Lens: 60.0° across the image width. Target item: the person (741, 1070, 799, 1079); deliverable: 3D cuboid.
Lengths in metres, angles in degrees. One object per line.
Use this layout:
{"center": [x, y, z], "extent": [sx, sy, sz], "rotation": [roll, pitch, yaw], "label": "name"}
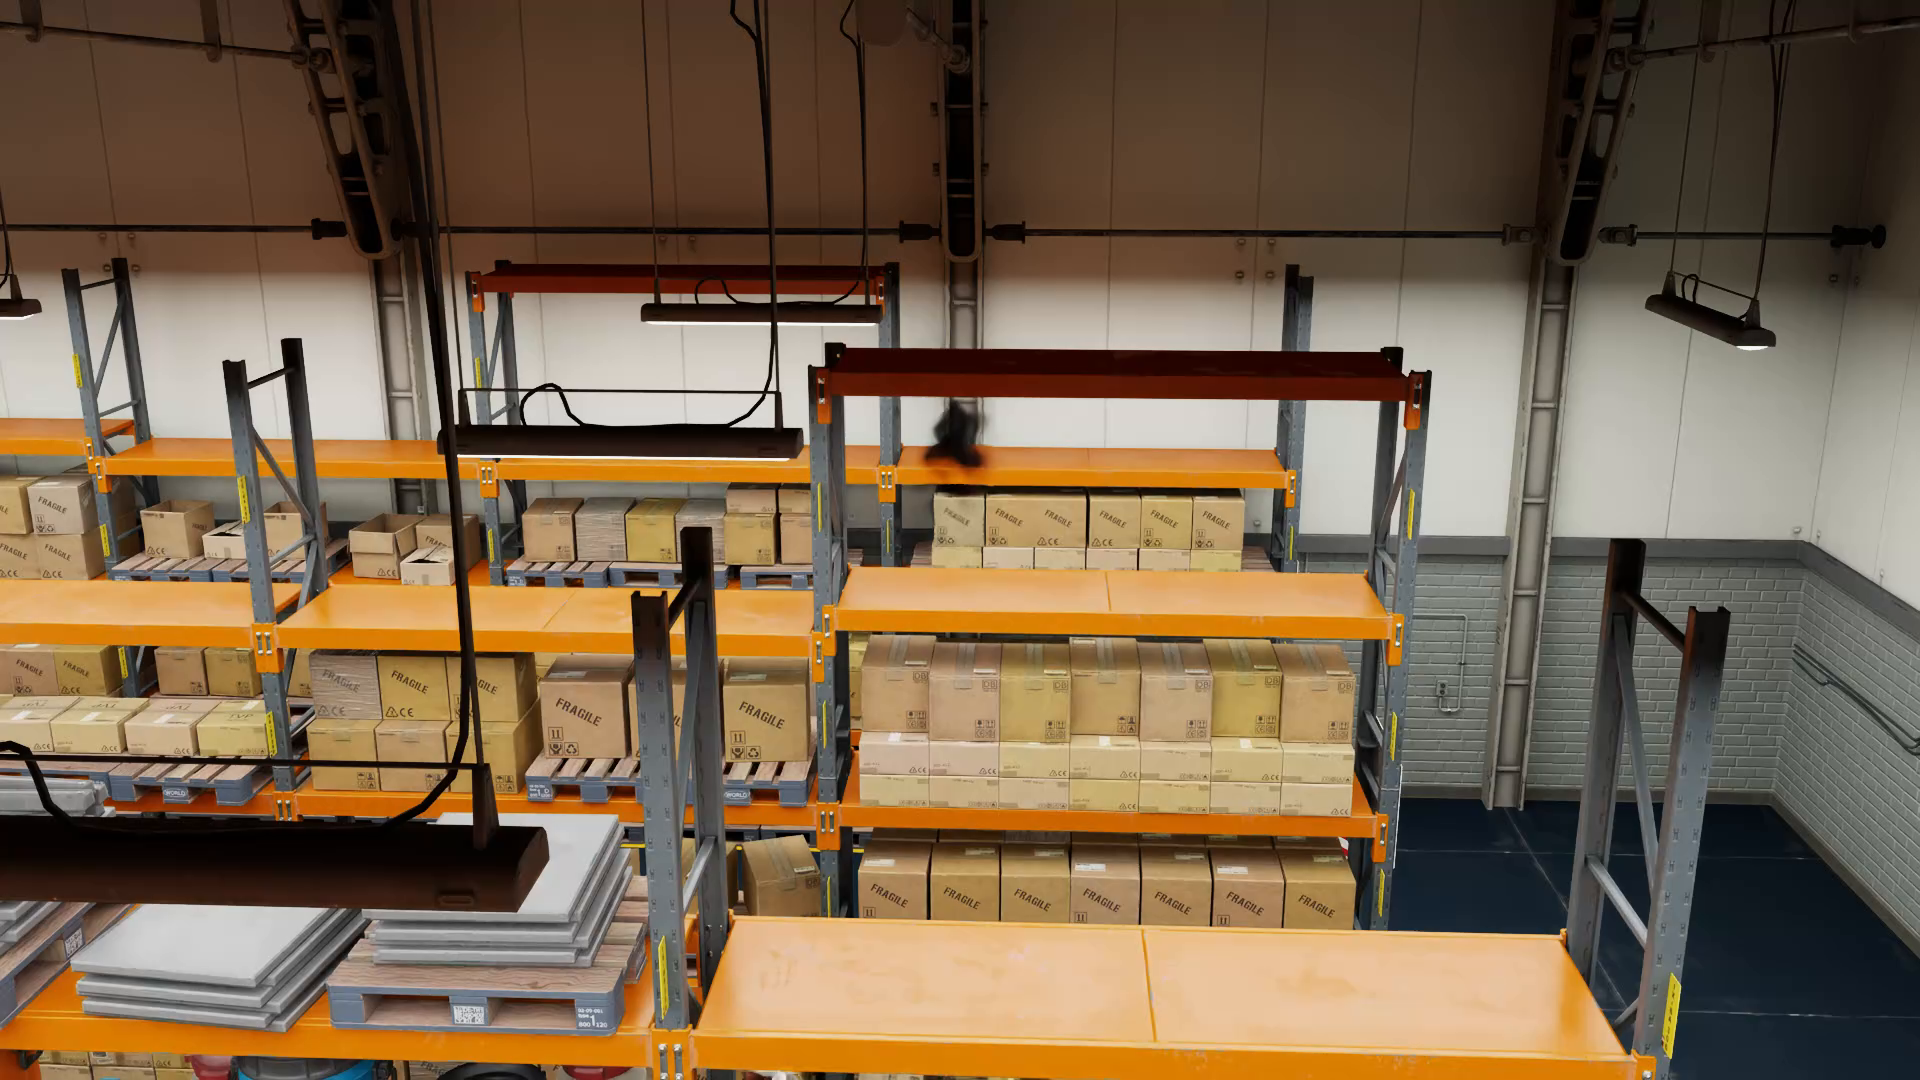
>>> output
{"center": [-1.324, 4.168, 11.064], "extent": [0.758, 1.829, 0.663], "rotation": [-3, 16, -11], "label": "person"}
